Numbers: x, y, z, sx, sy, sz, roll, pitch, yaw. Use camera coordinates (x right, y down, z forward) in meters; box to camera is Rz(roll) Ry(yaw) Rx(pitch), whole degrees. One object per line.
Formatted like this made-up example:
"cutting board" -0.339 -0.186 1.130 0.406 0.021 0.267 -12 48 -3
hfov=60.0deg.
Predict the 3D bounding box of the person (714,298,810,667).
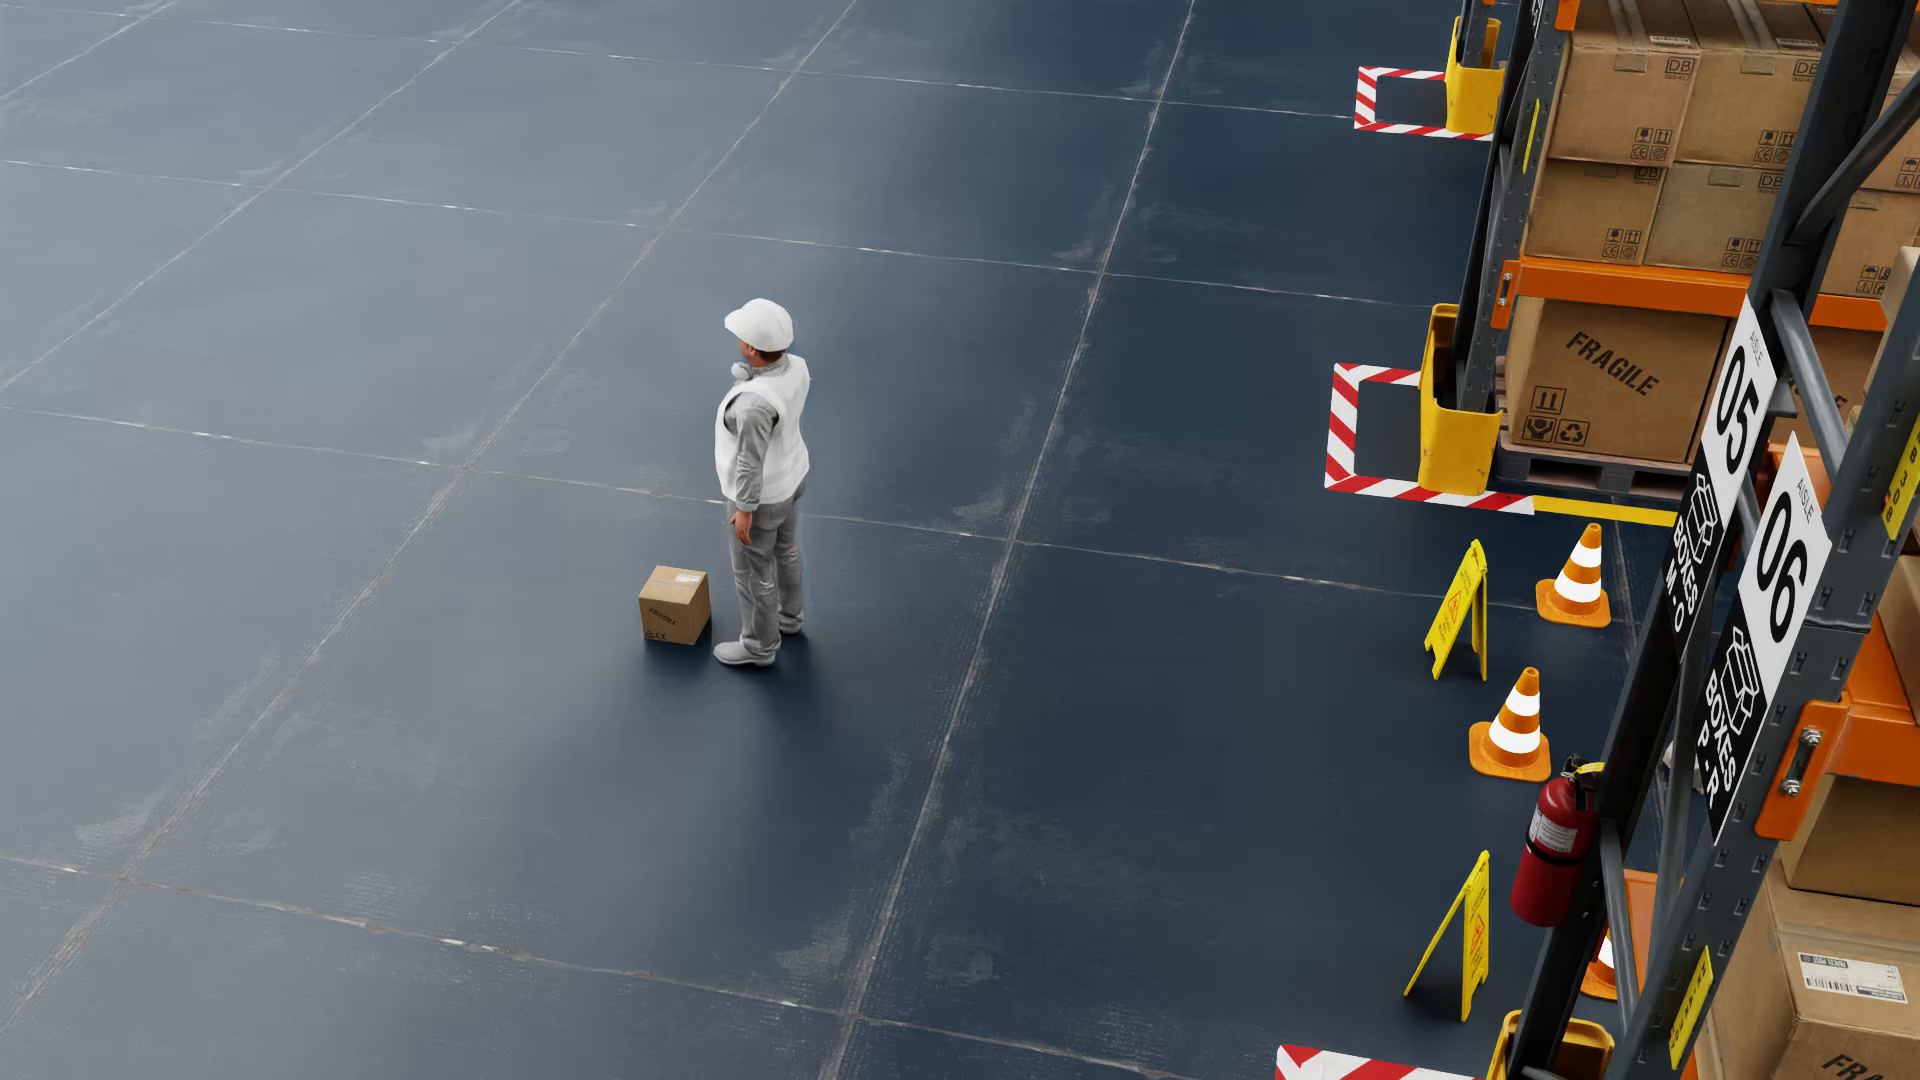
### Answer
"person" -0.880 -0.256 7.255 0.427 1.788 0.553 11 38 14
